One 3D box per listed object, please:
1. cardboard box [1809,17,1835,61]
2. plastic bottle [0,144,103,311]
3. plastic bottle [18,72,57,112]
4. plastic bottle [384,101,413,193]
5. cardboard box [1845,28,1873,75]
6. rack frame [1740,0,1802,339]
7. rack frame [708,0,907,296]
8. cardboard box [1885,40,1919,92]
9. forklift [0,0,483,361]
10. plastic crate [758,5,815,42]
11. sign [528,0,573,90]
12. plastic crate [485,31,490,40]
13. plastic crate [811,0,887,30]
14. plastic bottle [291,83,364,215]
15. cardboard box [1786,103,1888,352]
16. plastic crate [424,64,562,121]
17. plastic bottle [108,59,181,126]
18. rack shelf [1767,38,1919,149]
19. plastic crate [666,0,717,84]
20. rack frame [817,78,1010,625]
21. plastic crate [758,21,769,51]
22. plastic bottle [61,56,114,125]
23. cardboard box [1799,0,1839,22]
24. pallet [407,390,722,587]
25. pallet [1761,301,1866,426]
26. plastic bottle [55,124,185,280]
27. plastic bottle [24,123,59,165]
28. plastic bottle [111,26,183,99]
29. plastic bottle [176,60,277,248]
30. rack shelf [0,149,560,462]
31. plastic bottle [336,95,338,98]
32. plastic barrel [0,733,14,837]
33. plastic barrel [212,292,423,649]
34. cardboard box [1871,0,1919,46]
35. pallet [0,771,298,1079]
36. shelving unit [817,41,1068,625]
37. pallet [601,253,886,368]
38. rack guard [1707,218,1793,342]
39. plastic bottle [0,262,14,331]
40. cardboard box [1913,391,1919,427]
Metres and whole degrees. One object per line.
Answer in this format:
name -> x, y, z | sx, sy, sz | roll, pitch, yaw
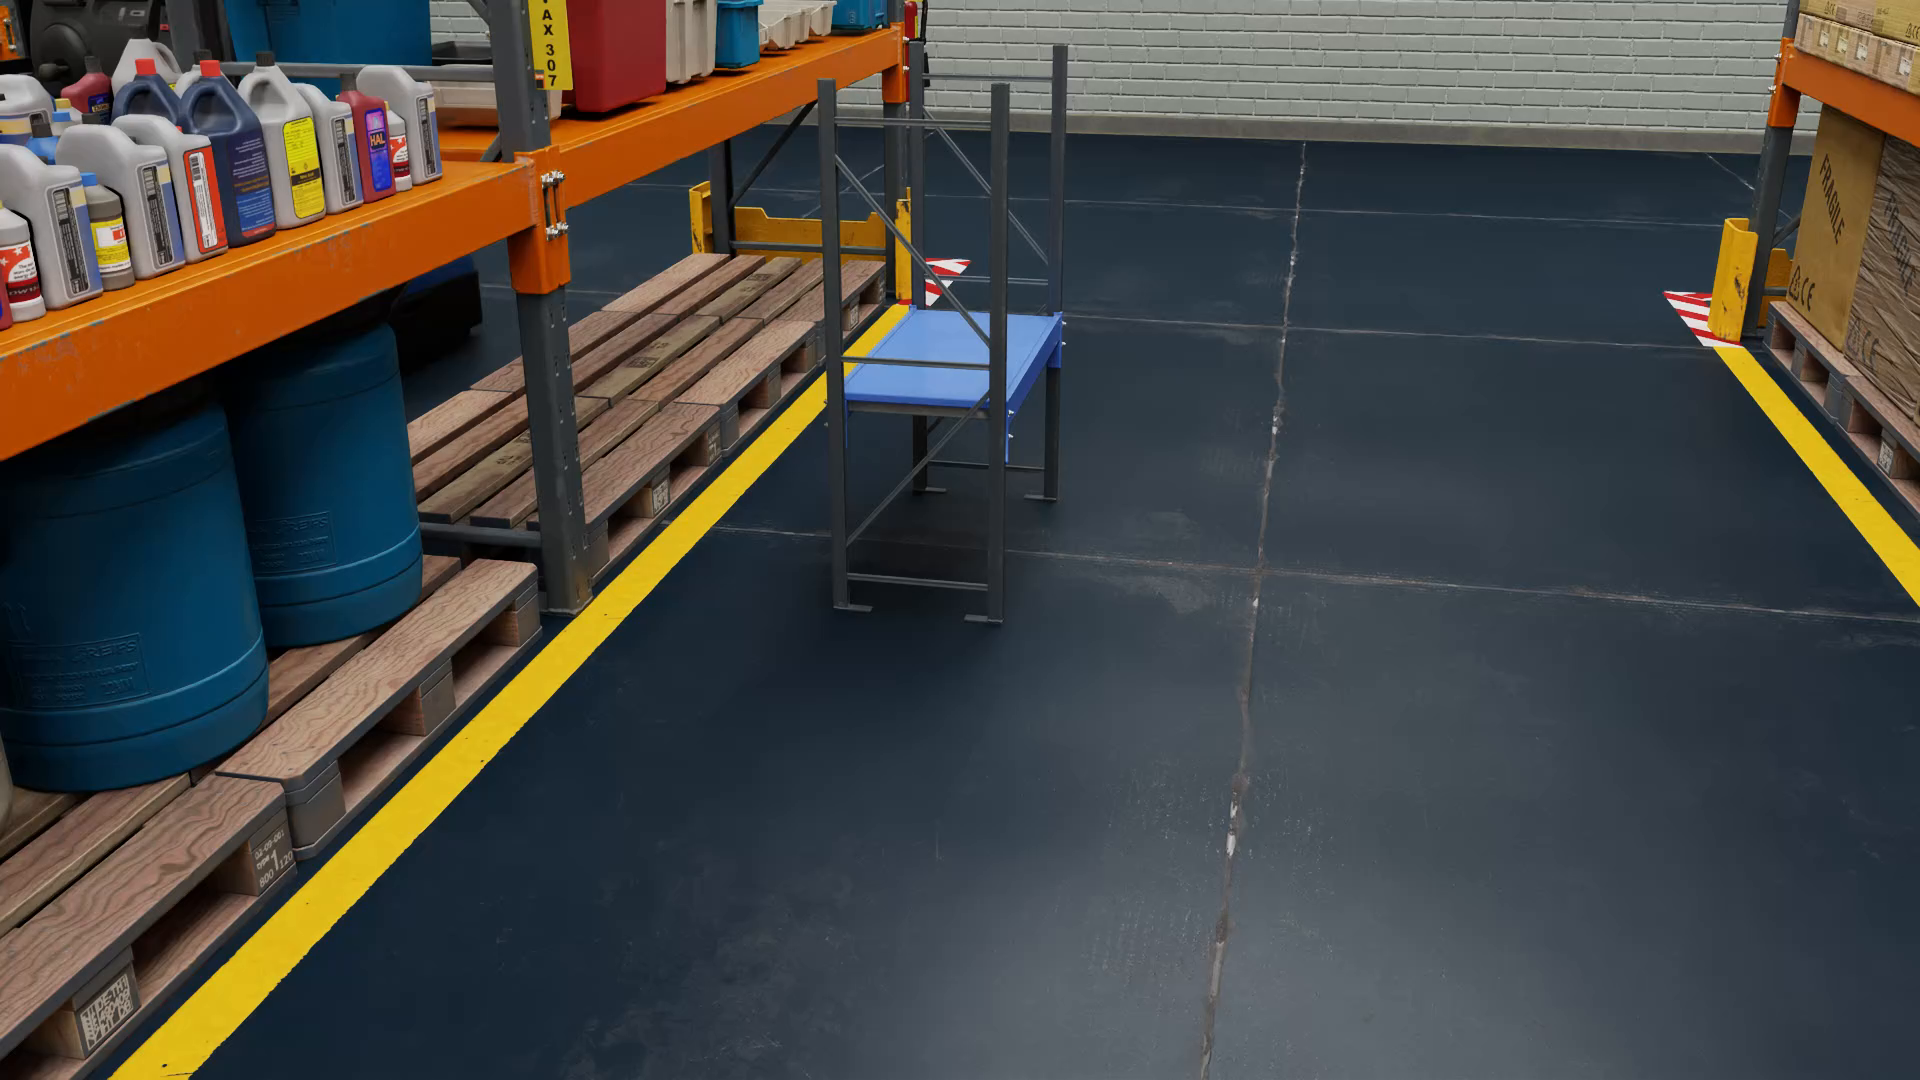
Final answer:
cardboard box -> 3.635, -1.997, 6.633 | 0.380, 0.149, 0.250 | 4, 22, 10
plastic bottle -> -1.599, -0.548, 2.865 | 0.152, 0.276, 0.135 | 4, 22, 11
plastic bottle -> -2.128, -0.937, 3.838 | 0.097, 0.271, 0.097 | 0, 22, 0
plastic bottle -> -1.344, -0.921, 3.891 | 0.097, 0.201, 0.097 | 0, 22, 0
cardboard box -> 3.531, -1.808, 6.163 | 0.380, 0.149, 0.250 | 4, 22, 10
rack frame -> 4.082, -2.312, 7.079 | 1.000, 3.000, 0.127 | 4, 22, 11
rack frame -> -0.767, -2.689, 8.016 | 1.000, 3.000, 0.127 | 4, 22, 11
cardboard box -> 3.426, -1.620, 5.698 | 0.380, 0.149, 0.250 | 4, 22, 10
forklift -> -3.149, -1.845, 6.012 | 1.130, 2.935, 3.031 | 7, 23, 17
plastic crate -> -0.829, -2.178, 7.019 | 0.396, 0.136, 0.243 | 4, 22, 11
sign -> -1.045, -1.312, 4.226 | 0.100, 0.325, 0.005 | 4, 22, 11
plastic crate -> -1.522, -1.792, 6.060 | 0.293, 0.136, 0.466 | 4, 22, 11
plastic crate -> -0.652, -2.597, 7.659 | 0.616, 0.435, 0.499 | 4, 22, 11
plastic bottle -> -1.422, -0.867, 3.656 | 0.152, 0.276, 0.135 | 4, 22, 11
cardboard box -> 4.030, -1.281, 6.801 | 0.875, 0.875, 0.875 | 4, 22, 11
plastic crate -> -1.348, -1.291, 4.818 | 0.396, 0.136, 0.243 | 4, 22, 11
plastic bottle -> -1.629, -0.786, 3.356 | 0.144, 0.351, 0.185 | 4, 22, 11
rack shelf -> 3.674, -1.247, 5.397 | 1.077, 0.370, 4.000 | 4, 22, 11
plastic crate -> -1.091, -1.744, 5.747 | 0.437, 0.282, 0.530 | 4, 22, 11
rack frame -> -0.121, -0.479, 4.534 | 0.500, 1.500, 0.032 | 4, 22, 11
plastic crate -> -0.904, -1.965, 6.489 | 0.298, 0.136, 0.250 | 4, 22, 11
plastic bottle -> -2.103, -1.022, 4.032 | 0.061, 0.283, 0.133 | 4, 22, 11
cardboard box -> 3.720, -2.225, 6.666 | 0.500, 0.250, 0.500 | 4, 22, 9
pallet -> -1.471, -0.205, 5.580 | 1.003, 0.211, 1.213 | 4, 22, 11
pallet -> 3.995, -0.720, 6.859 | 1.003, 0.211, 1.213 | 4, 22, 11
plastic bottle -> -1.552, -0.633, 3.076 | 0.152, 0.276, 0.135 | 4, 22, 11
plastic bottle -> -1.678, -0.634, 3.084 | 0.097, 0.271, 0.097 | 0, 22, 0
plastic bottle -> -1.980, -1.085, 4.098 | 0.144, 0.351, 0.185 | 4, 22, 11
plastic bottle -> -1.488, -0.775, 3.329 | 0.144, 0.351, 0.185 | 4, 22, 11
rack shelf -> -1.991, -0.161, 2.702 | 1.077, 0.370, 4.000 | 4, 22, 11
plastic bottle -> -1.473, -0.968, 4.009 | 0.097, 0.201, 0.097 | 0, 22, 0
plastic barrel -> -2.058, 0.389, 3.141 | 0.421, 0.512, 0.421 | 0, 22, 0
plastic barrel -> -1.711, -0.250, 4.207 | 0.600, 0.901, 0.708 | 4, 22, 11
cardboard box -> 3.514, -1.851, 5.737 | 0.500, 0.250, 0.500 | 4, 22, 9
pallet -> -2.028, 0.793, 3.101 | 1.003, 0.211, 1.213 | 4, 22, 11
shelving unit -> -0.017, -0.665, 4.996 | 0.538, 1.500, 1.048 | 4, 22, 11
pallet -> -0.973, -1.097, 7.796 | 1.003, 0.211, 1.213 | 4, 22, 11
rack guard -> 4.087, -1.161, 7.568 | 1.175, 0.500, 0.348 | 4, 22, 11
plastic bottle -> -1.602, -0.463, 2.645 | 0.061, 0.283, 0.133 | 4, 22, 11
cardboard box -> 3.662, -0.623, 5.166 | 0.875, 0.875, 0.875 | 4, 22, 11
